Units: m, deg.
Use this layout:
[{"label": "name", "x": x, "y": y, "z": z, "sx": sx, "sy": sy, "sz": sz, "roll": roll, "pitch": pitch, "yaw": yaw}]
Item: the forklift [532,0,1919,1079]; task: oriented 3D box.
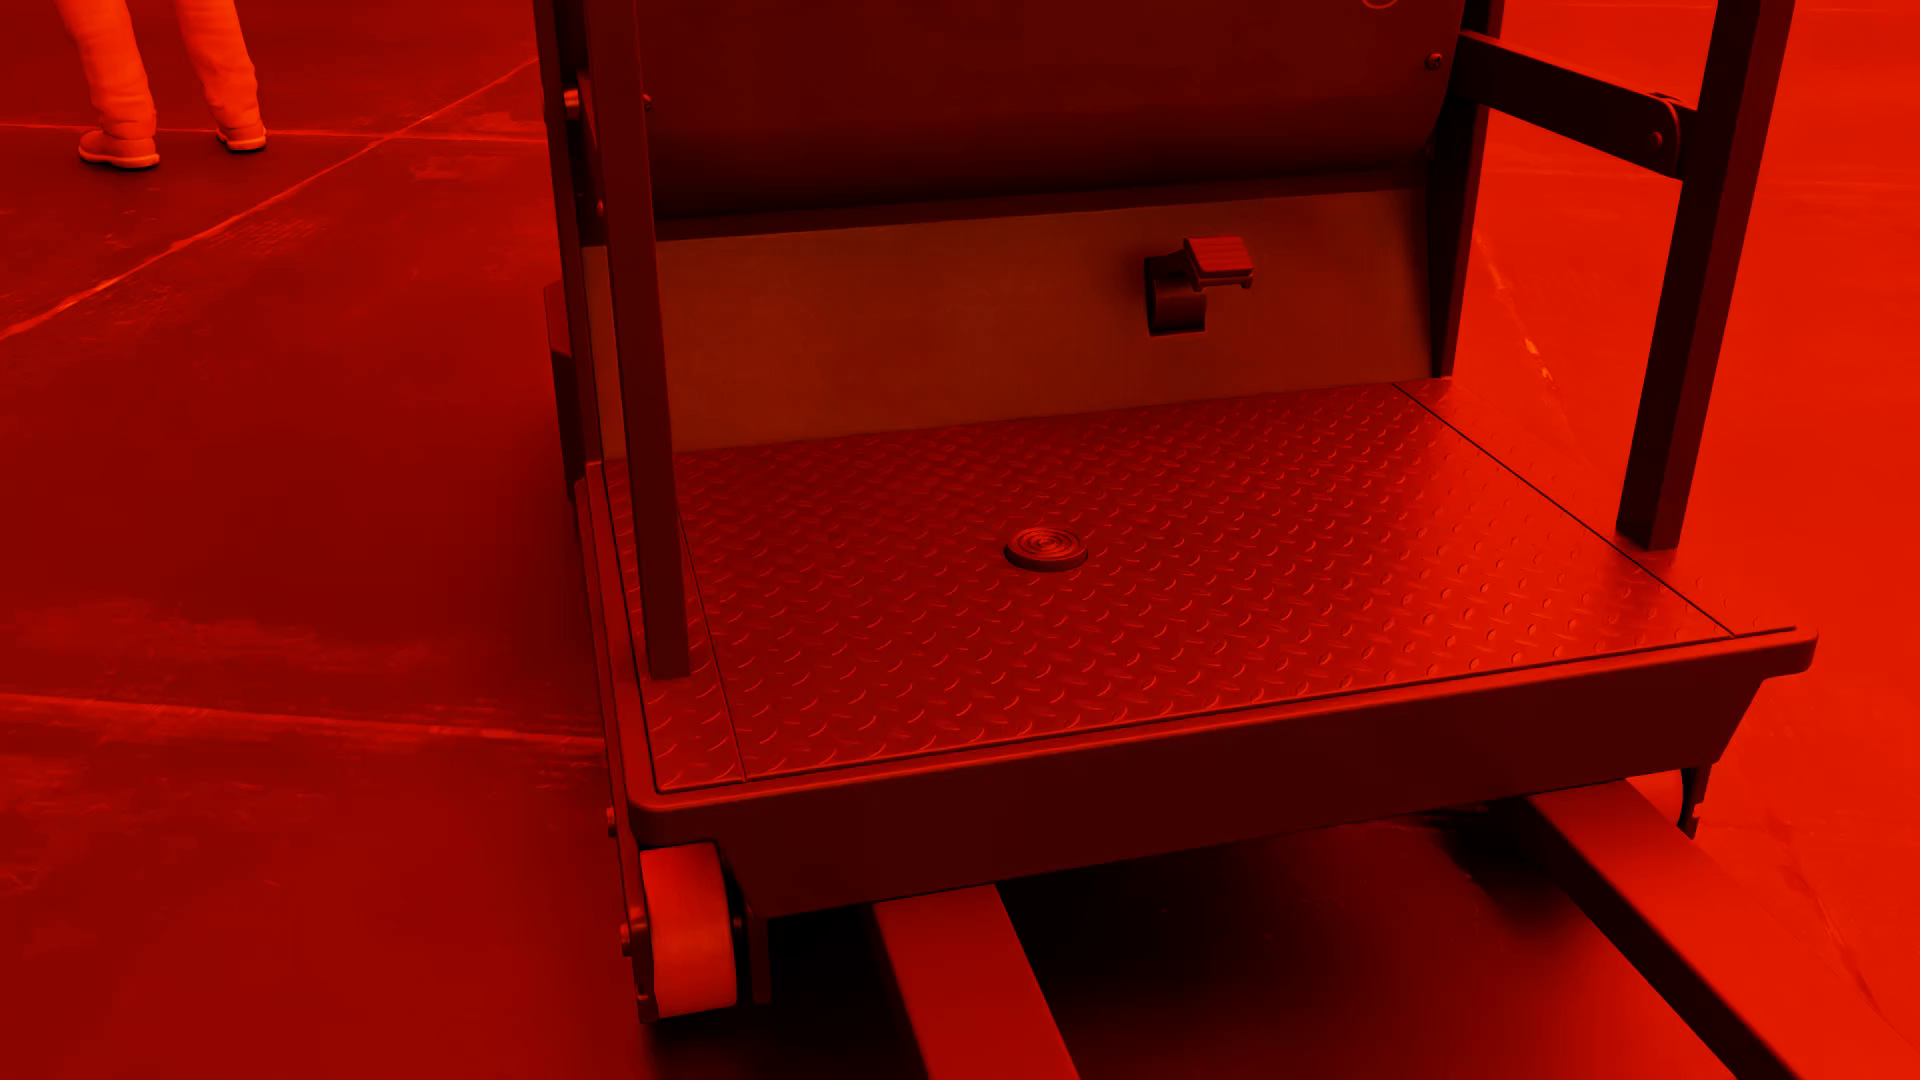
[{"label": "forklift", "x": 0.153, "y": -1.049, "z": 1.319, "sx": 1.130, "sy": 2.935, "sz": 3.031, "roll": -7, "pitch": 27, "yaw": -13}]

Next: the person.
[{"label": "person", "x": -2.208, "y": -1.850, "z": 4.273, "sx": 0.599, "sy": 1.727, "sz": 0.388, "roll": -22, "pitch": 34, "yaw": -37}]
